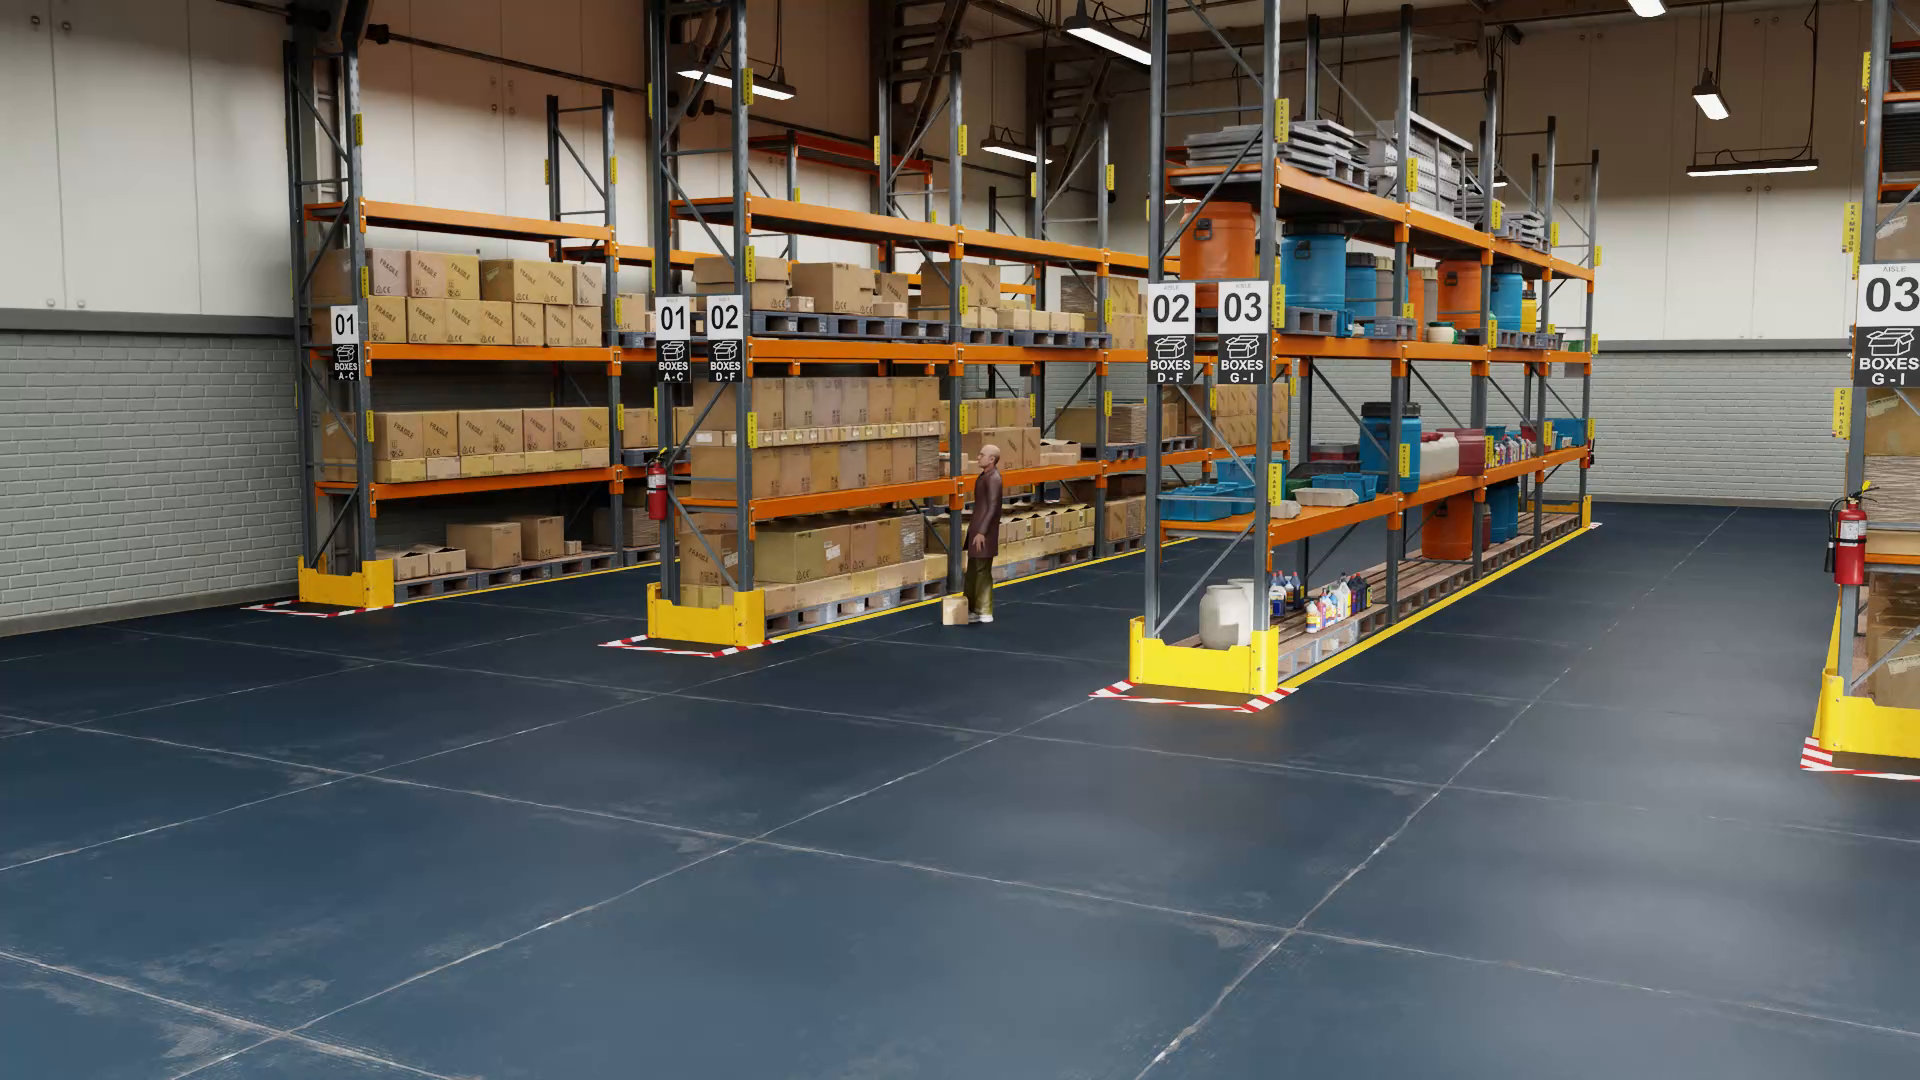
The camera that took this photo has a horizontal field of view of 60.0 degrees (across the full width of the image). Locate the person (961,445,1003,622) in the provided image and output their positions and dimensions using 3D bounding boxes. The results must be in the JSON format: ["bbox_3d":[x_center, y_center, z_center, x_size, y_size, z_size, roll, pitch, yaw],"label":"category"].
[{"bbox_3d":[0.138,-0.066,16.620,0.579,1.779,0.698,0,6,-3],"label":"person"}]
